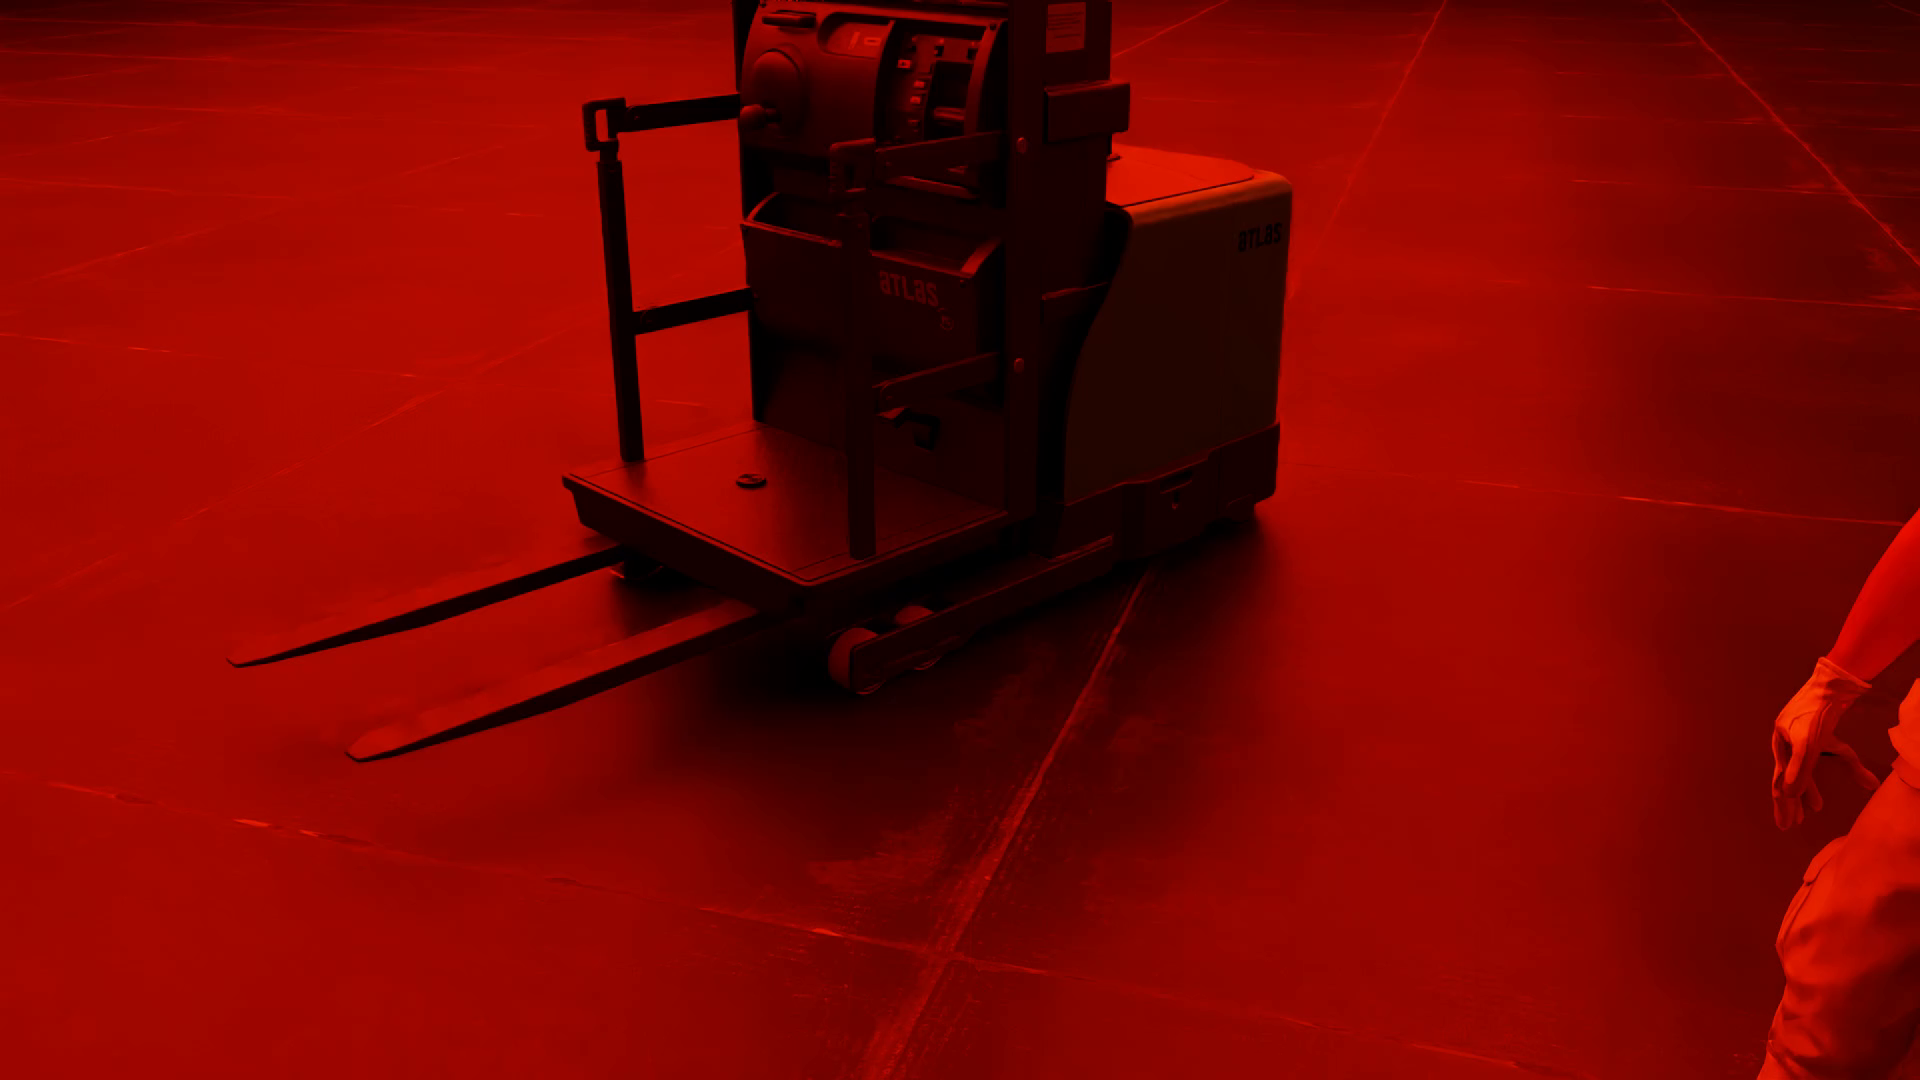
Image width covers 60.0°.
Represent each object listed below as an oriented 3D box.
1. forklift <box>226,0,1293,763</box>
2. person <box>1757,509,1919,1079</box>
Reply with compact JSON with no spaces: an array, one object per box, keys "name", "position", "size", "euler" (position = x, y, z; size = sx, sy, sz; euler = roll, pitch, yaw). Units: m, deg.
[{"name":"forklift","position":[-0.397,-1.188,4.157],"size":[3.031,2.935,1.130],"euler":[-21,30,-40]},{"name":"person","position":[1.213,0.351,1.906],"size":[0.566,1.786,0.637],"euler":[-14,26,-30]}]
